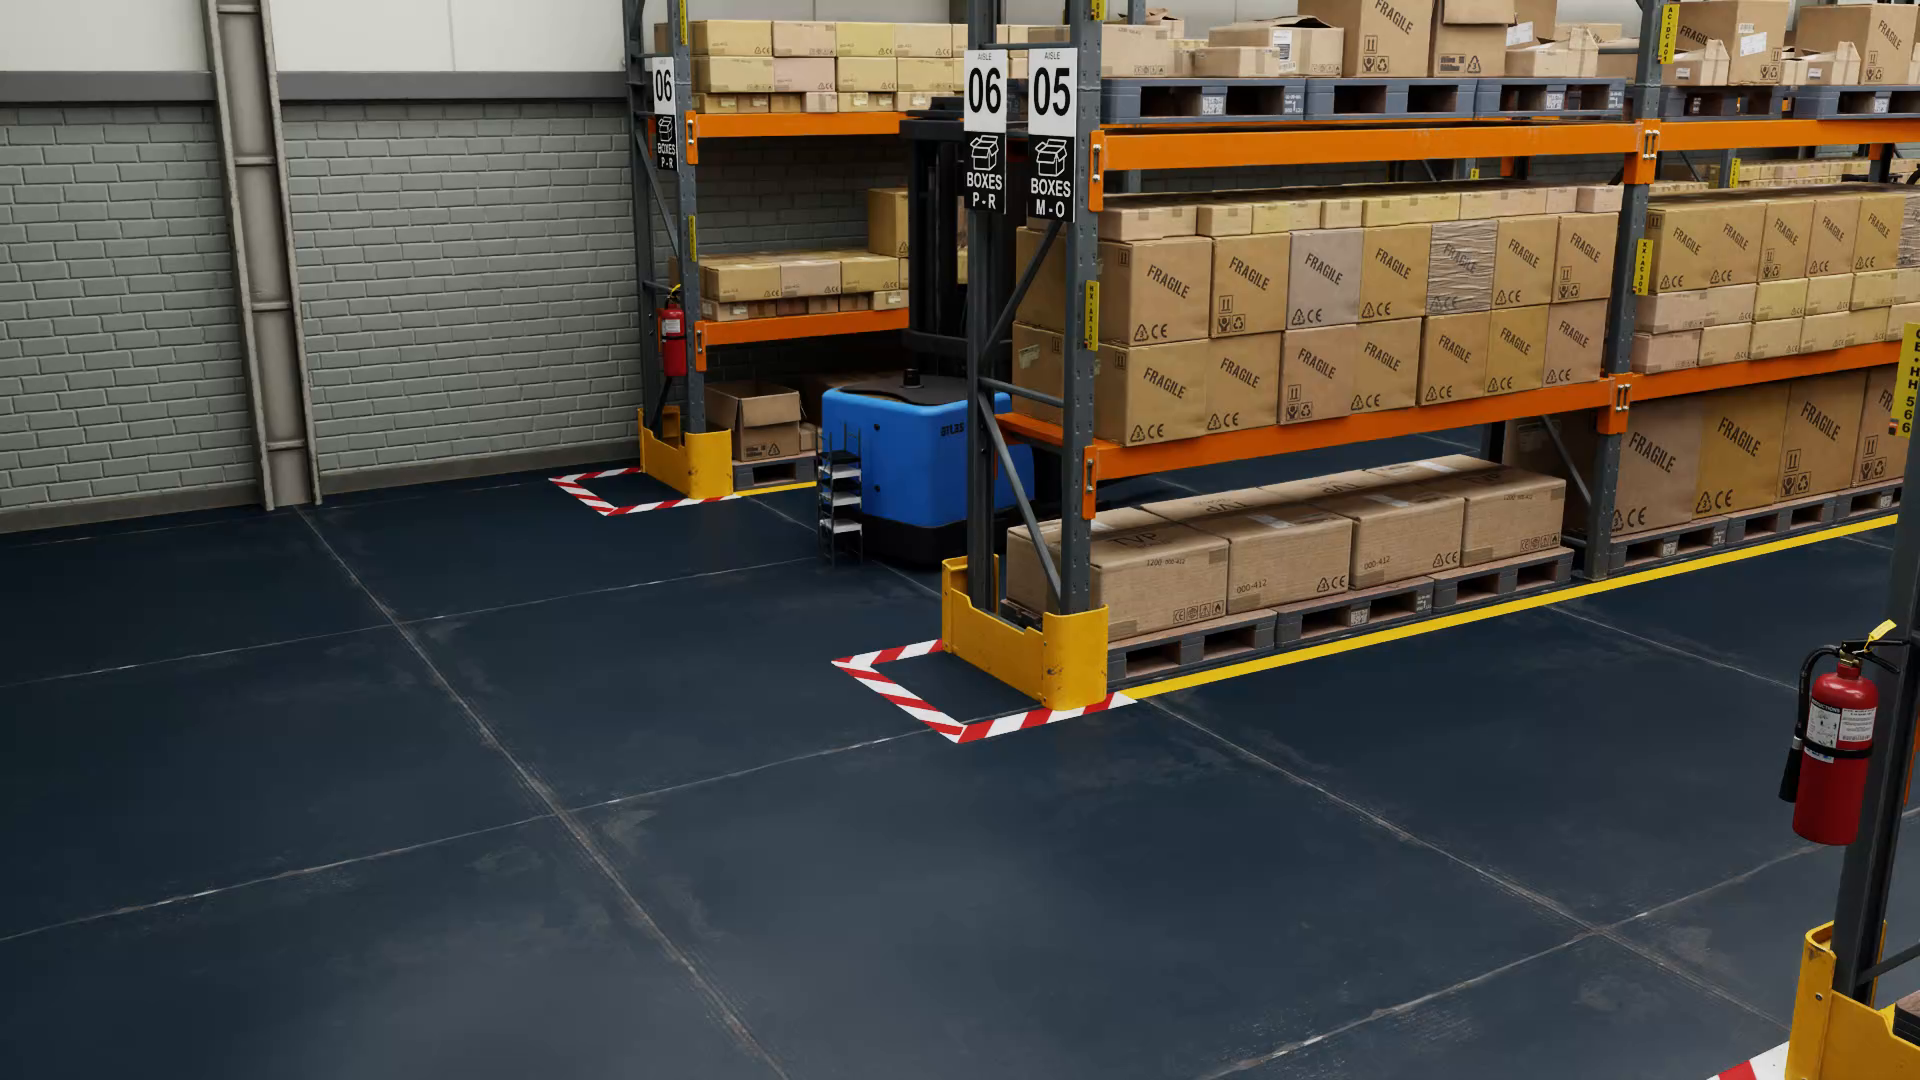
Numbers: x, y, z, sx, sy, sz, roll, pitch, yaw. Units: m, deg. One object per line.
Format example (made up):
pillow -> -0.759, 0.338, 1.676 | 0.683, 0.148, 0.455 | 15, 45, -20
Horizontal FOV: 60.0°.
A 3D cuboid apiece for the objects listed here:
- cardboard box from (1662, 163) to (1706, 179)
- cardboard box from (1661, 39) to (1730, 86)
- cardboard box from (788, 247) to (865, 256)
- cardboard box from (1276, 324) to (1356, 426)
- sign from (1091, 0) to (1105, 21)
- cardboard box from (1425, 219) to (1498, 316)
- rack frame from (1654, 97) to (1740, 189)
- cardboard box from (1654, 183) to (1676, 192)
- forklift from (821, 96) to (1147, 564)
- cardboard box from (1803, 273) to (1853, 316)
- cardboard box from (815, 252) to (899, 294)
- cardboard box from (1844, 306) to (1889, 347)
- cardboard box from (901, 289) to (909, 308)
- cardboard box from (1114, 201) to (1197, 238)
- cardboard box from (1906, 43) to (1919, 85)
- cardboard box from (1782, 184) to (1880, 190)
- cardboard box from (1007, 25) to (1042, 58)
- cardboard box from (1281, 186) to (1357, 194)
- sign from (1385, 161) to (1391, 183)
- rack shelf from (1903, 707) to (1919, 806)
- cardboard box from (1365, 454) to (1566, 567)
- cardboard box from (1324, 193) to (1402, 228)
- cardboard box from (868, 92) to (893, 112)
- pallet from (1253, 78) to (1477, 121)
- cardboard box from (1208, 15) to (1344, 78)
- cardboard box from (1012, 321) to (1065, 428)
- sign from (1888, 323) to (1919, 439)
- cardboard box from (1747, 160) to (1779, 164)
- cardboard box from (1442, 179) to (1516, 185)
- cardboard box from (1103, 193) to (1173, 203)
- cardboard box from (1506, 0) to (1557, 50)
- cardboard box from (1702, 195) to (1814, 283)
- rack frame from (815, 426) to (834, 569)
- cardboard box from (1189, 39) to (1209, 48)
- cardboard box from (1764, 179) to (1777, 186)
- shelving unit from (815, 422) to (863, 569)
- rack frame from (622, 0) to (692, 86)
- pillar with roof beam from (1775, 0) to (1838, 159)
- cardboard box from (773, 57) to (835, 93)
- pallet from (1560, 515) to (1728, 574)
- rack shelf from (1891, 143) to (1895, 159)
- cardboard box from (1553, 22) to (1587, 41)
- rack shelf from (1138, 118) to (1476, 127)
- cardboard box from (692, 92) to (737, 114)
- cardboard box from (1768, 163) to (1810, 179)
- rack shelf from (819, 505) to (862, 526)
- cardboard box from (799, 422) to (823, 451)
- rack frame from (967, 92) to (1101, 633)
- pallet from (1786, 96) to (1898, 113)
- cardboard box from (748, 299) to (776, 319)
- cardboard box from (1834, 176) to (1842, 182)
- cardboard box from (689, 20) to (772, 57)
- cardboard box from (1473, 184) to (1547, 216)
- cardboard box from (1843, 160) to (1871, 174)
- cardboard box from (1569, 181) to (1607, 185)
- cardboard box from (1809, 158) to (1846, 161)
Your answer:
cardboard box -> 8.190, -4.174, 18.806 | 0.250, 0.149, 0.380 | -9, 18, -30
cardboard box -> 4.383, -2.867, 9.993 | 0.258, 0.266, 0.396 | -9, 18, -30
cardboard box -> -1.087, -2.224, 13.512 | 0.500, 0.250, 0.500 | -9, 18, -28
cardboard box -> 1.769, -0.932, 8.993 | 0.500, 0.500, 0.500 | -9, 18, -30
sign -> 0.626, -2.514, 7.499 | 0.005, 0.325, 0.100 | -9, 18, -30
cardboard box -> 2.641, -1.555, 9.362 | 0.500, 0.500, 0.500 | -9, 18, -29
rack frame -> 8.072, -3.556, 18.539 | 0.127, 3.000, 1.000 | -9, 18, -30
cardboard box -> 7.445, -3.756, 17.865 | 0.250, 0.149, 0.380 | -9, 18, -30
forklift -> 0.424, -1.576, 11.602 | 1.130, 2.935, 3.031 | 13, 21, 40
cardboard box -> 5.608, -1.675, 11.178 | 0.500, 0.250, 0.500 | -10, 18, -31
cardboard box -> -0.822, -2.101, 13.076 | 0.500, 0.250, 0.500 | -10, 18, -31
cardboard box -> 6.033, -1.509, 11.513 | 0.500, 0.250, 0.500 | -9, 18, -30
cardboard box -> -0.446, -1.958, 13.304 | 0.250, 0.149, 0.380 | -9, 18, -28
cardboard box -> 0.980, -1.621, 8.394 | 0.250, 0.149, 0.380 | -9, 18, -28
cardboard box -> 6.202, -3.162, 11.046 | 0.258, 0.266, 0.396 | -10, 18, -31
cardboard box -> 6.234, -2.299, 12.016 | 0.500, 0.500, 0.500 | -9, 18, -29
cardboard box -> 0.475, -4.002, 13.372 | 0.500, 0.250, 0.500 | -10, 18, -31
cardboard box -> 2.055, -1.947, 9.559 | 0.250, 0.149, 0.380 | -9, 18, -30
sign -> 4.355, -3.686, 16.856 | 0.005, 0.325, 0.100 | -9, 18, -30
rack shelf -> 4.696, 0.459, 5.547 | 4.000, 0.370, 1.077 | -9, 18, -30
cardboard box -> 3.181, -0.202, 10.544 | 0.875, 0.438, 0.875 | -10, 18, -31
cardboard box -> 2.143, -1.773, 8.940 | 0.250, 0.149, 0.380 | -10, 18, -31
cardboard box -> -0.714, -3.374, 12.797 | 0.250, 0.149, 0.380 | -9, 18, -30
pallet -> 2.023, -2.418, 9.086 | 1.213, 0.211, 1.003 | -9, 18, -30
cardboard box -> 1.654, -2.589, 8.732 | 0.500, 0.311, 0.500 | -9, 18, -29
cardboard box -> 0.622, -0.917, 8.938 | 0.500, 0.500, 0.500 | -9, 18, -29
sign -> 2.713, -0.450, 4.727 | 0.005, 0.325, 0.100 | -9, 18, -30
cardboard box -> 9.304, -4.345, 19.414 | 0.250, 0.149, 0.380 | -9, 18, -30
cardboard box -> 3.158, -2.115, 10.159 | 0.250, 0.149, 0.380 | -9, 18, -29
cardboard box -> 0.933, -1.775, 8.944 | 0.250, 0.149, 0.380 | -9, 18, -30
cardboard box -> 3.162, -3.006, 9.870 | 0.500, 0.500, 0.500 | -9, 18, -29
cardboard box -> 5.152, -1.967, 10.832 | 0.500, 0.500, 0.500 | -10, 18, -31
rack frame -> -0.872, -0.275, 10.720 | 0.006, 0.900, 0.240 | -8, 18, -28
cardboard box -> 1.888, -4.155, 14.068 | 0.250, 0.149, 0.380 | -9, 18, -29
cardboard box -> 8.911, -3.979, 18.661 | 0.250, 0.149, 0.380 | -9, 18, -30
shelving unit -> -0.783, -0.288, 10.768 | 0.210, 0.900, 0.258 | -8, 18, -28
rack frame -> -2.214, -4.777, 11.779 | 0.127, 3.000, 1.000 | -9, 18, -30
pillar with roof beam -> 12.657, -6.117, 16.559 | 0.400, 9.000, 9.100 | -9, 18, -30
cardboard box -> -1.268, -3.478, 12.428 | 0.500, 0.250, 0.500 | -9, 18, -29
pallet -> 4.397, -0.078, 11.299 | 1.213, 0.211, 1.003 | -9, 18, -30
rack shelf -> 8.917, -3.228, 13.145 | 4.000, 0.370, 1.077 | -9, 18, -30
cardboard box -> 5.771, -4.881, 16.558 | 0.500, 0.500, 0.700 | -10, 18, -31
rack shelf -> 2.929, -3.820, 15.256 | 4.000, 0.370, 1.077 | -9, 18, -30
cardboard box -> -1.821, -3.202, 12.184 | 0.250, 0.149, 0.380 | -9, 18, -29
cardboard box -> 9.372, -4.185, 18.843 | 0.250, 0.149, 0.380 | -10, 18, -31
rack shelf -> -0.783, -0.169, 10.801 | 0.200, 0.077, 0.258 | -8, 18, -28
cardboard box -> -1.257, -0.831, 13.321 | 0.250, 0.149, 0.380 | -10, 19, -32
rack frame -> 0.345, -0.740, 8.494 | 0.127, 3.000, 1.000 | -9, 18, -30
pallet -> 6.678, -3.104, 11.718 | 1.003, 0.211, 1.213 | -8, 18, -27
cardboard box -> -1.597, -1.796, 12.724 | 0.250, 0.149, 0.380 | -9, 18, -28
cardboard box -> 10.000, -4.162, 19.313 | 0.250, 0.149, 0.380 | -9, 18, -30
cardboard box -> -1.705, -3.648, 12.109 | 0.500, 0.250, 0.500 | -9, 18, -30
cardboard box -> 3.173, -1.978, 9.669 | 0.250, 0.149, 0.380 | -9, 18, -30
cardboard box -> 10.479, -4.354, 19.447 | 0.250, 0.149, 0.380 | -9, 18, -28
cardboard box -> 6.754, -3.789, 17.982 | 0.250, 0.149, 0.380 | -9, 18, -30
cardboard box -> 10.422, -4.519, 20.037 | 0.250, 0.149, 0.380 | -9, 18, -29
